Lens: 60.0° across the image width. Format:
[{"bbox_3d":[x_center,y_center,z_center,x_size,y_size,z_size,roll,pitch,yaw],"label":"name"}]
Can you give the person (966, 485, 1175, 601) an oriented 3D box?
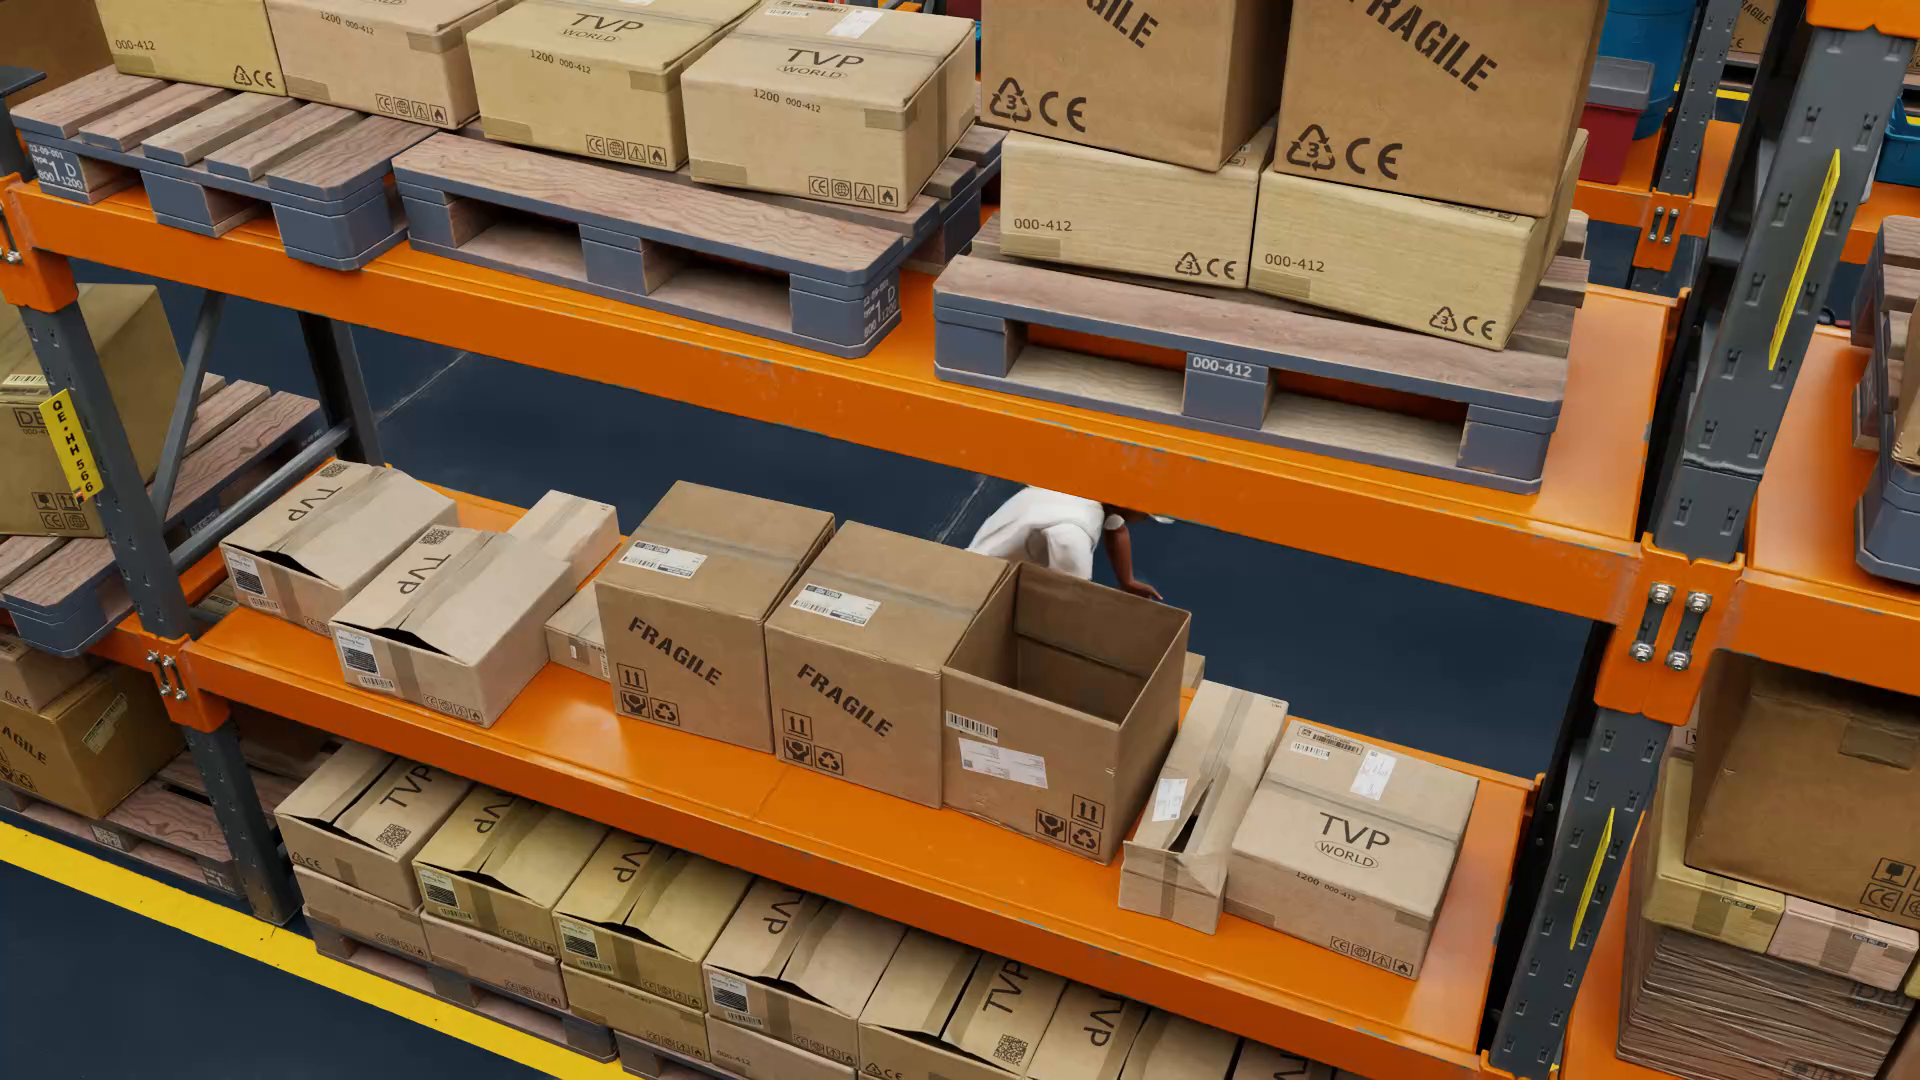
[{"bbox_3d":[0.391,0.184,6.238,0.790,1.346,0.631,14,39,18],"label":"person"}]
